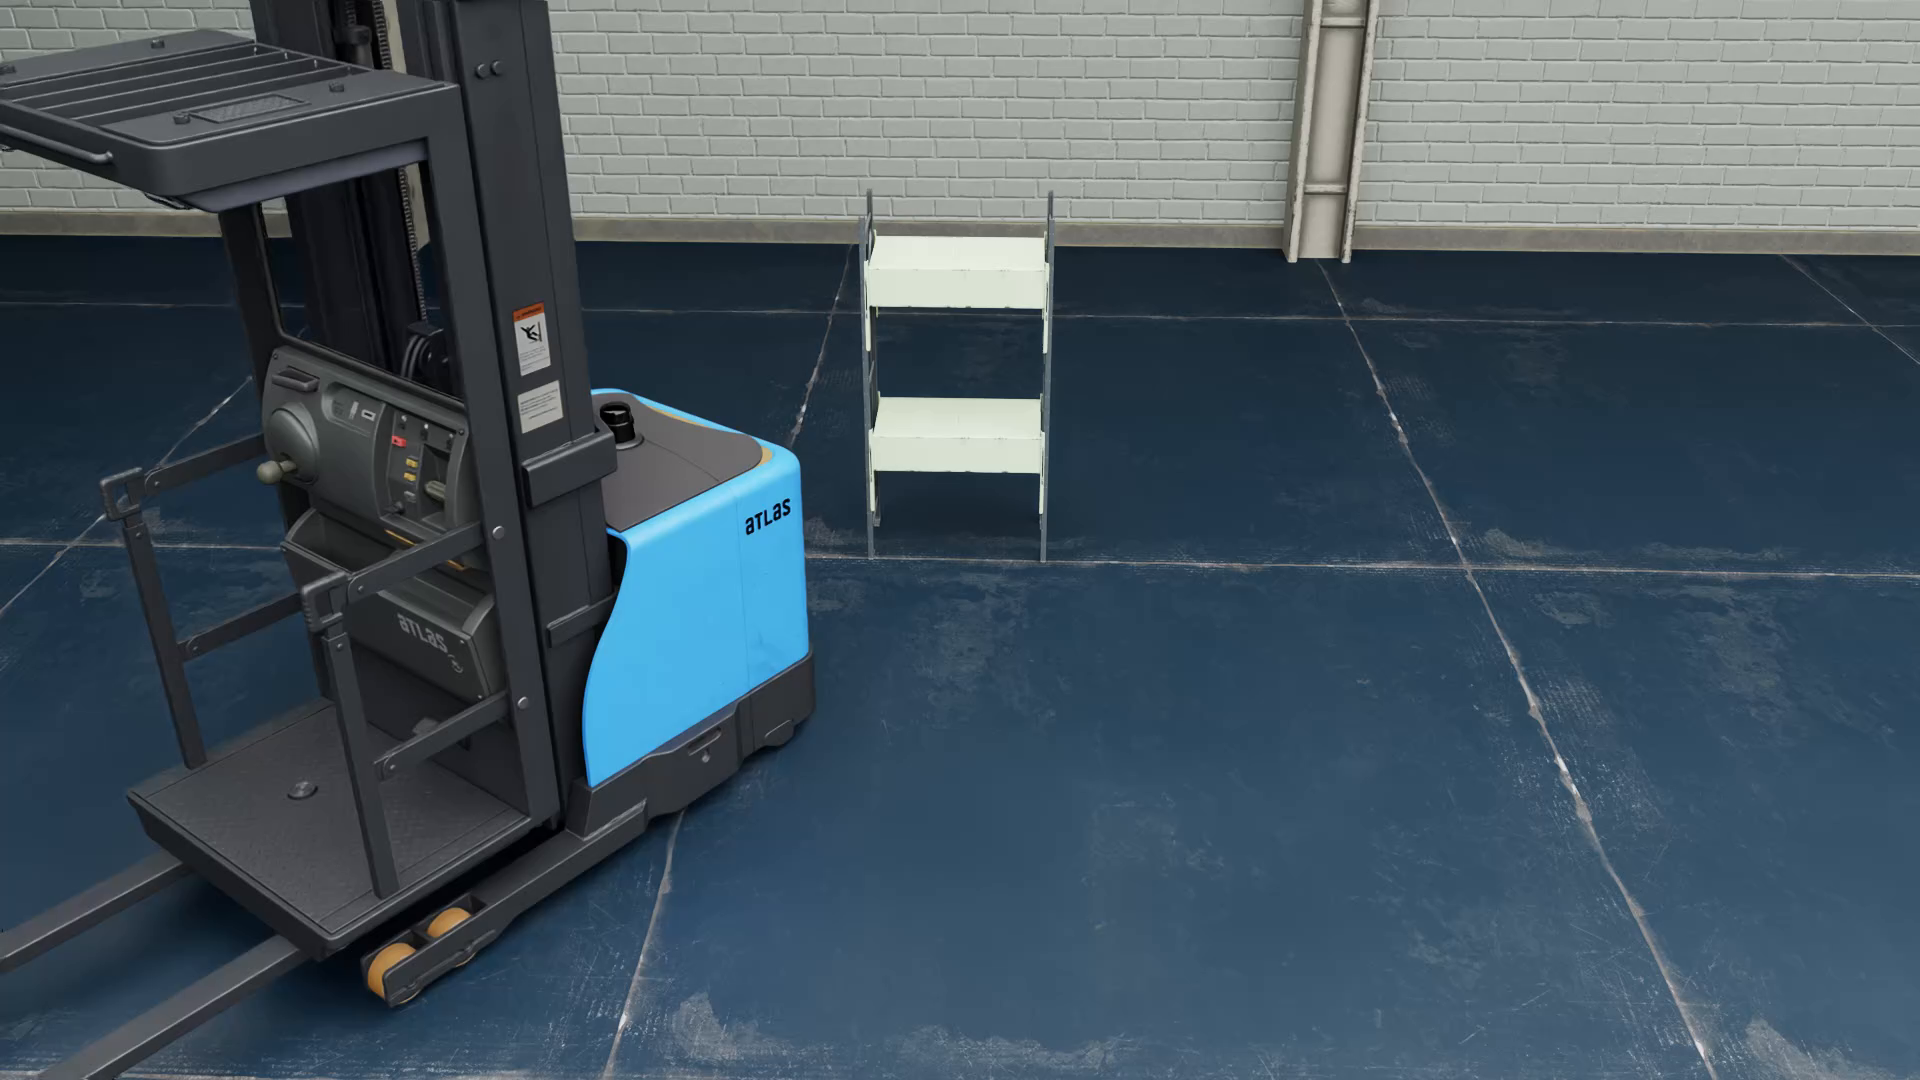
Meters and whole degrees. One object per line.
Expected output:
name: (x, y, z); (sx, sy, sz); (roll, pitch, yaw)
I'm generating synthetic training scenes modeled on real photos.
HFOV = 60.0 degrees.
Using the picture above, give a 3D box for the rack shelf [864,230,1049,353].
rack shelf: (-0.007, -1.008, 6.716); (0.720, 0.370, 0.431); (1, 28, 2)

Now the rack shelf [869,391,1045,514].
rack shelf: (-0.007, -0.375, 7.052); (0.720, 0.370, 0.431); (1, 28, 2)

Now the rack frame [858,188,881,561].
rack frame: (-0.372, -0.669, 6.910); (0.023, 1.500, 0.400); (1, 28, 2)

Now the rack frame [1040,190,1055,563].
rack frame: (0.359, -0.657, 6.887); (0.023, 1.500, 0.400); (1, 28, 2)

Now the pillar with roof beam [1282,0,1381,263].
pillar with roof beam: (2.140, -3.800, 4.811); (0.400, 9.000, 9.100); (1, 28, 2)

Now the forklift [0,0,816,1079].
forklift: (-1.821, -0.234, 4.563); (1.130, 2.935, 3.031); (20, 34, 33)

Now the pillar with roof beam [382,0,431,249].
pillar with roof beam: (-3.856, -3.899, 4.998); (0.400, 9.000, 9.100); (1, 28, 2)

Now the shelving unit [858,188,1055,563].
shelving unit: (-0.007, -0.663, 6.899); (0.755, 1.500, 0.431); (1, 28, 2)
